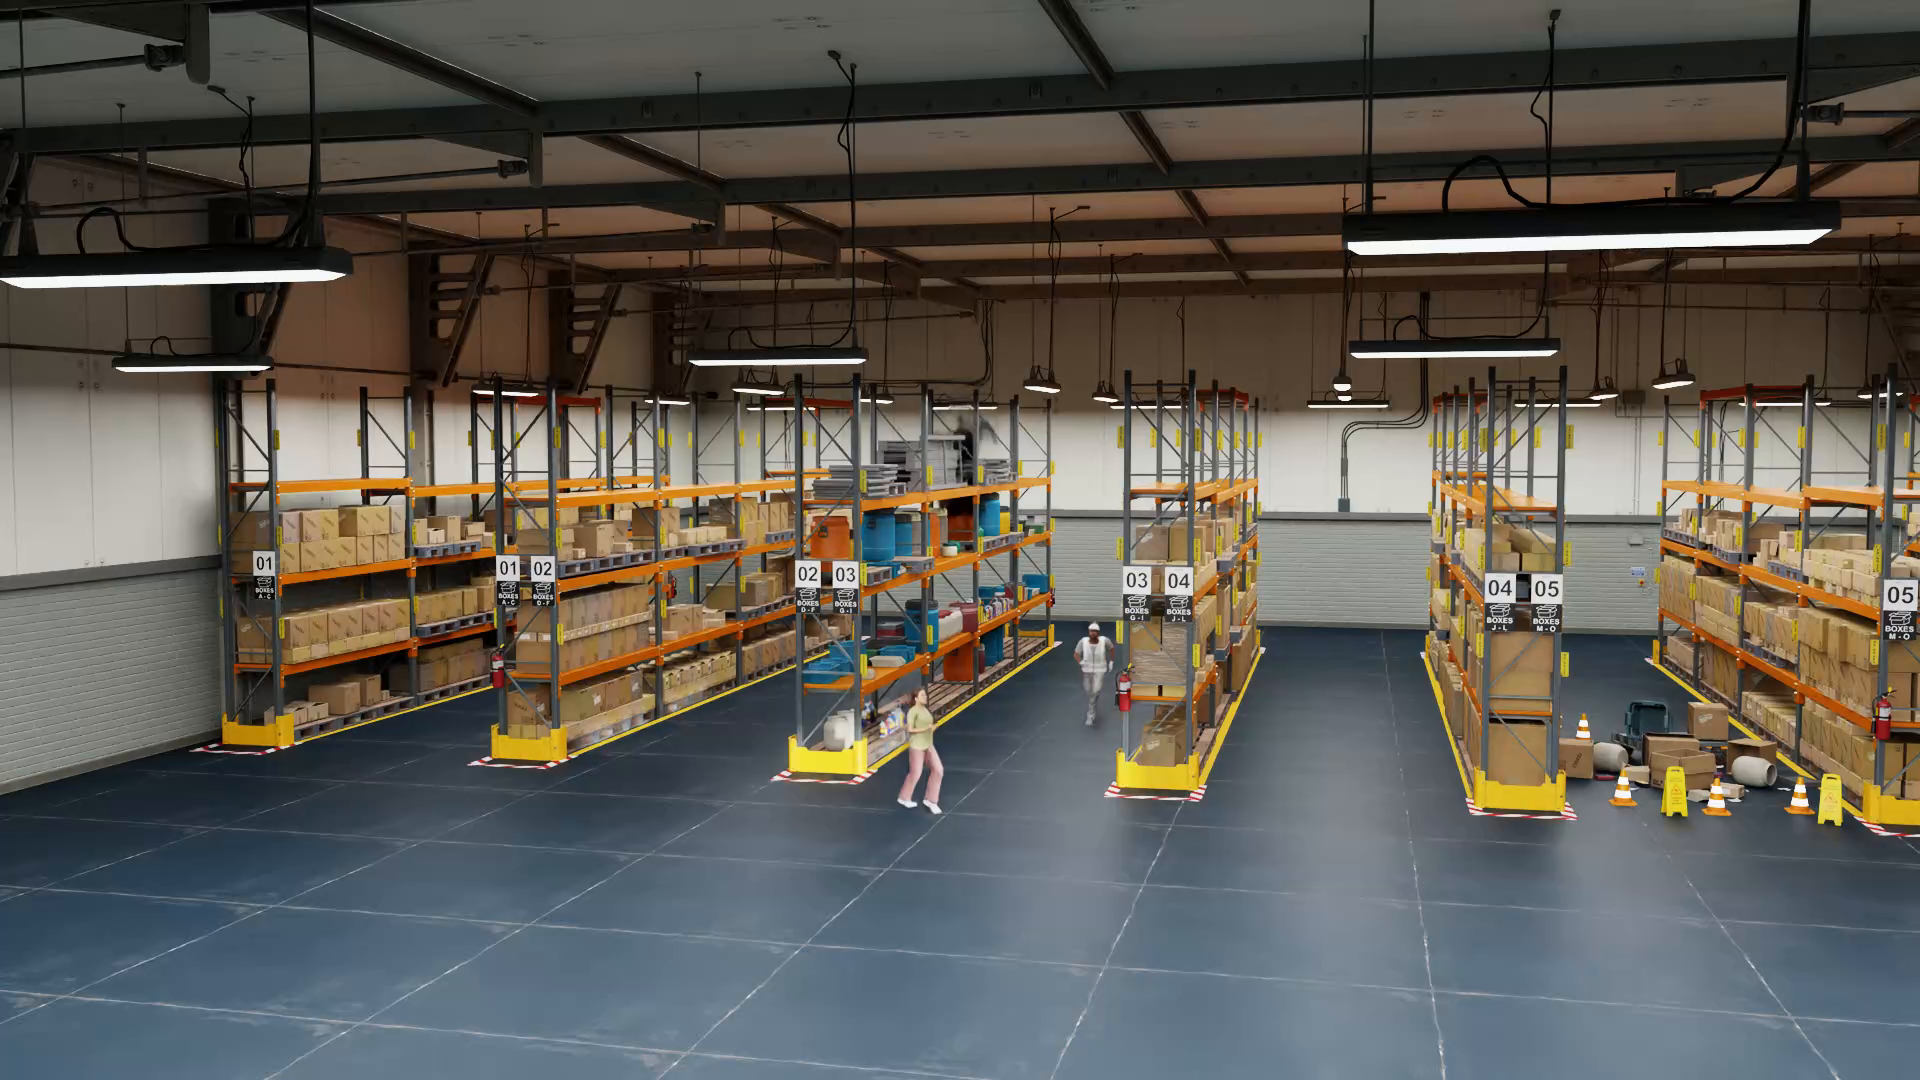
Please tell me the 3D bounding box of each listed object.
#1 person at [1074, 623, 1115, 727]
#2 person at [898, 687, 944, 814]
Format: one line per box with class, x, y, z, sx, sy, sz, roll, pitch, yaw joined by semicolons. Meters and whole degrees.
person;2.371;2.347;29.466;0.707;1.769;1.032;1;3;11
person;-0.539;2.821;22.343;0.691;1.714;0.557;3;4;37
